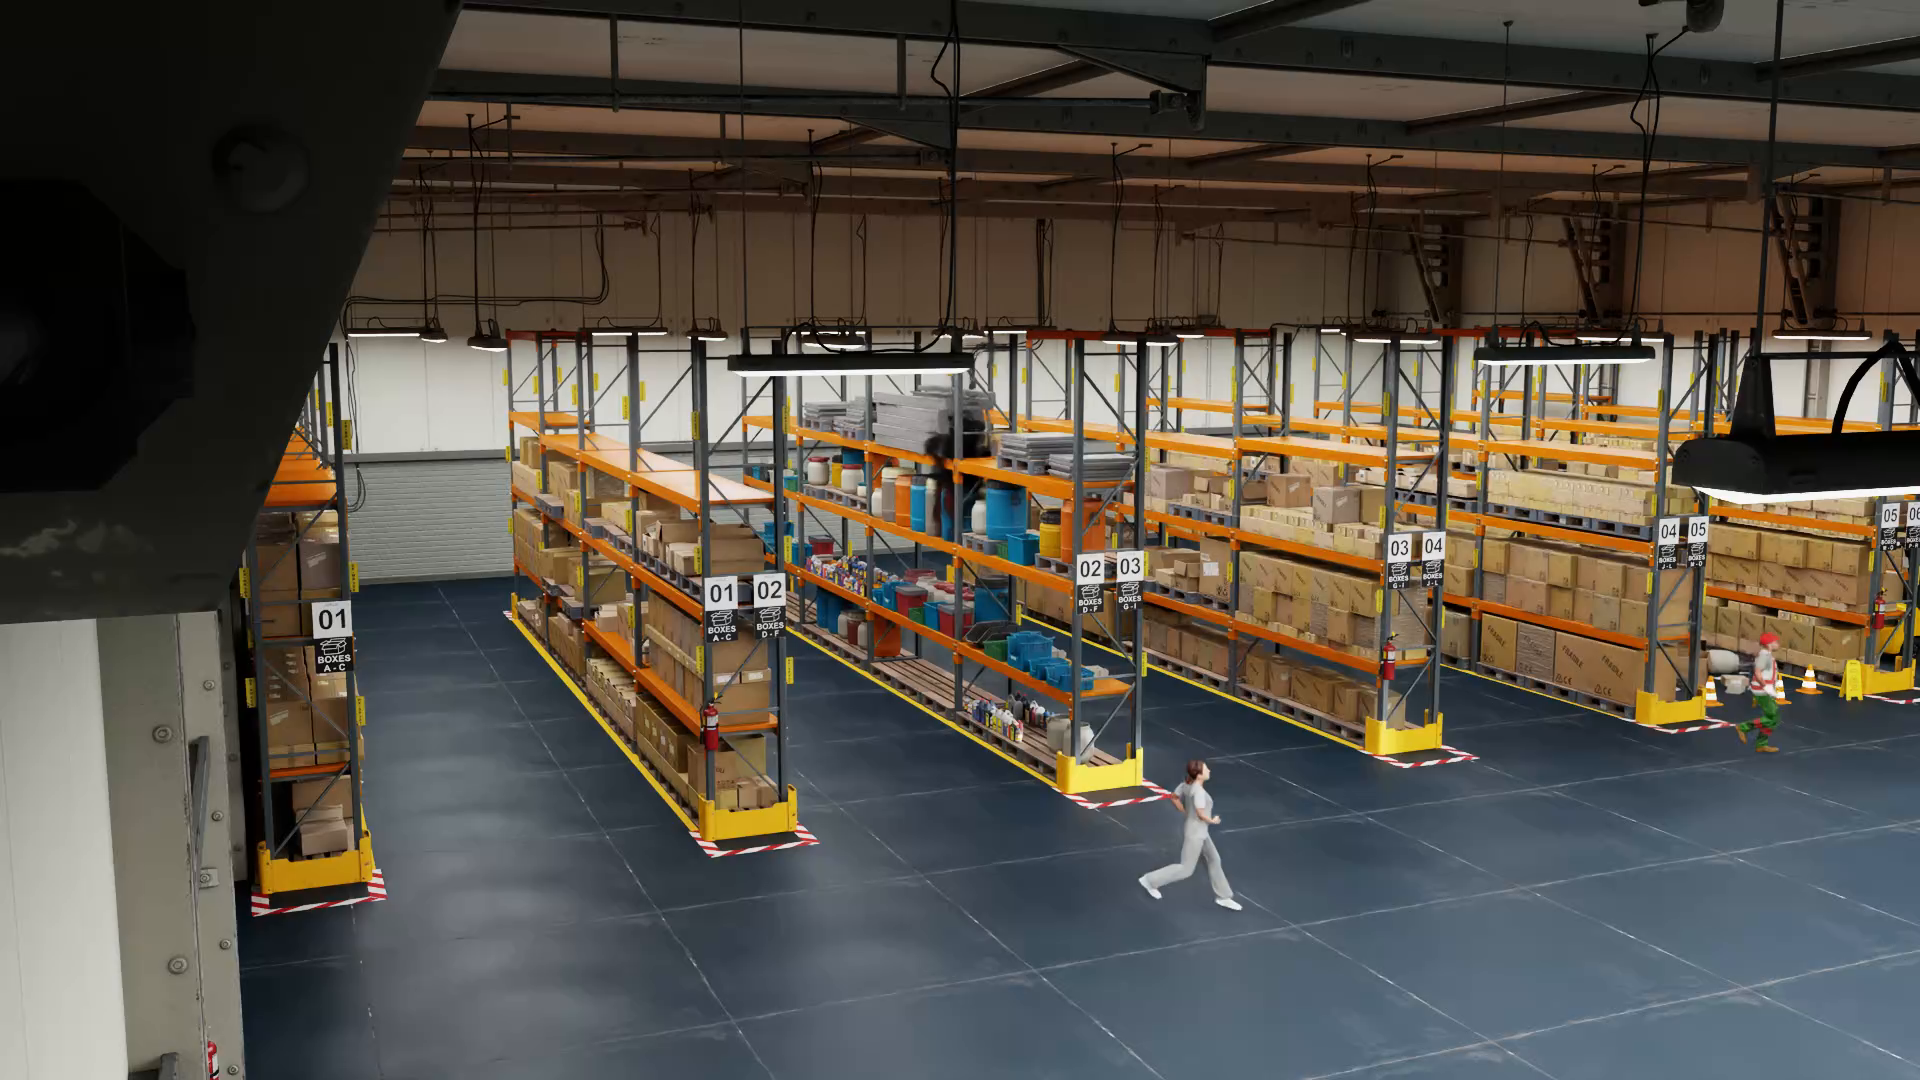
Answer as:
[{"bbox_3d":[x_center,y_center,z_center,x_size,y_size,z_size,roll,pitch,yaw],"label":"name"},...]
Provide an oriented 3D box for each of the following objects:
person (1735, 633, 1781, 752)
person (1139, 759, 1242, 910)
[{"bbox_3d":[11.616,2.204,24.162,0.600,1.744,0.698,3,9,24],"label":"person"},{"bbox_3d":[2.459,3.140,17.586,1.125,1.670,0.536,0,8,-1],"label":"person"}]
